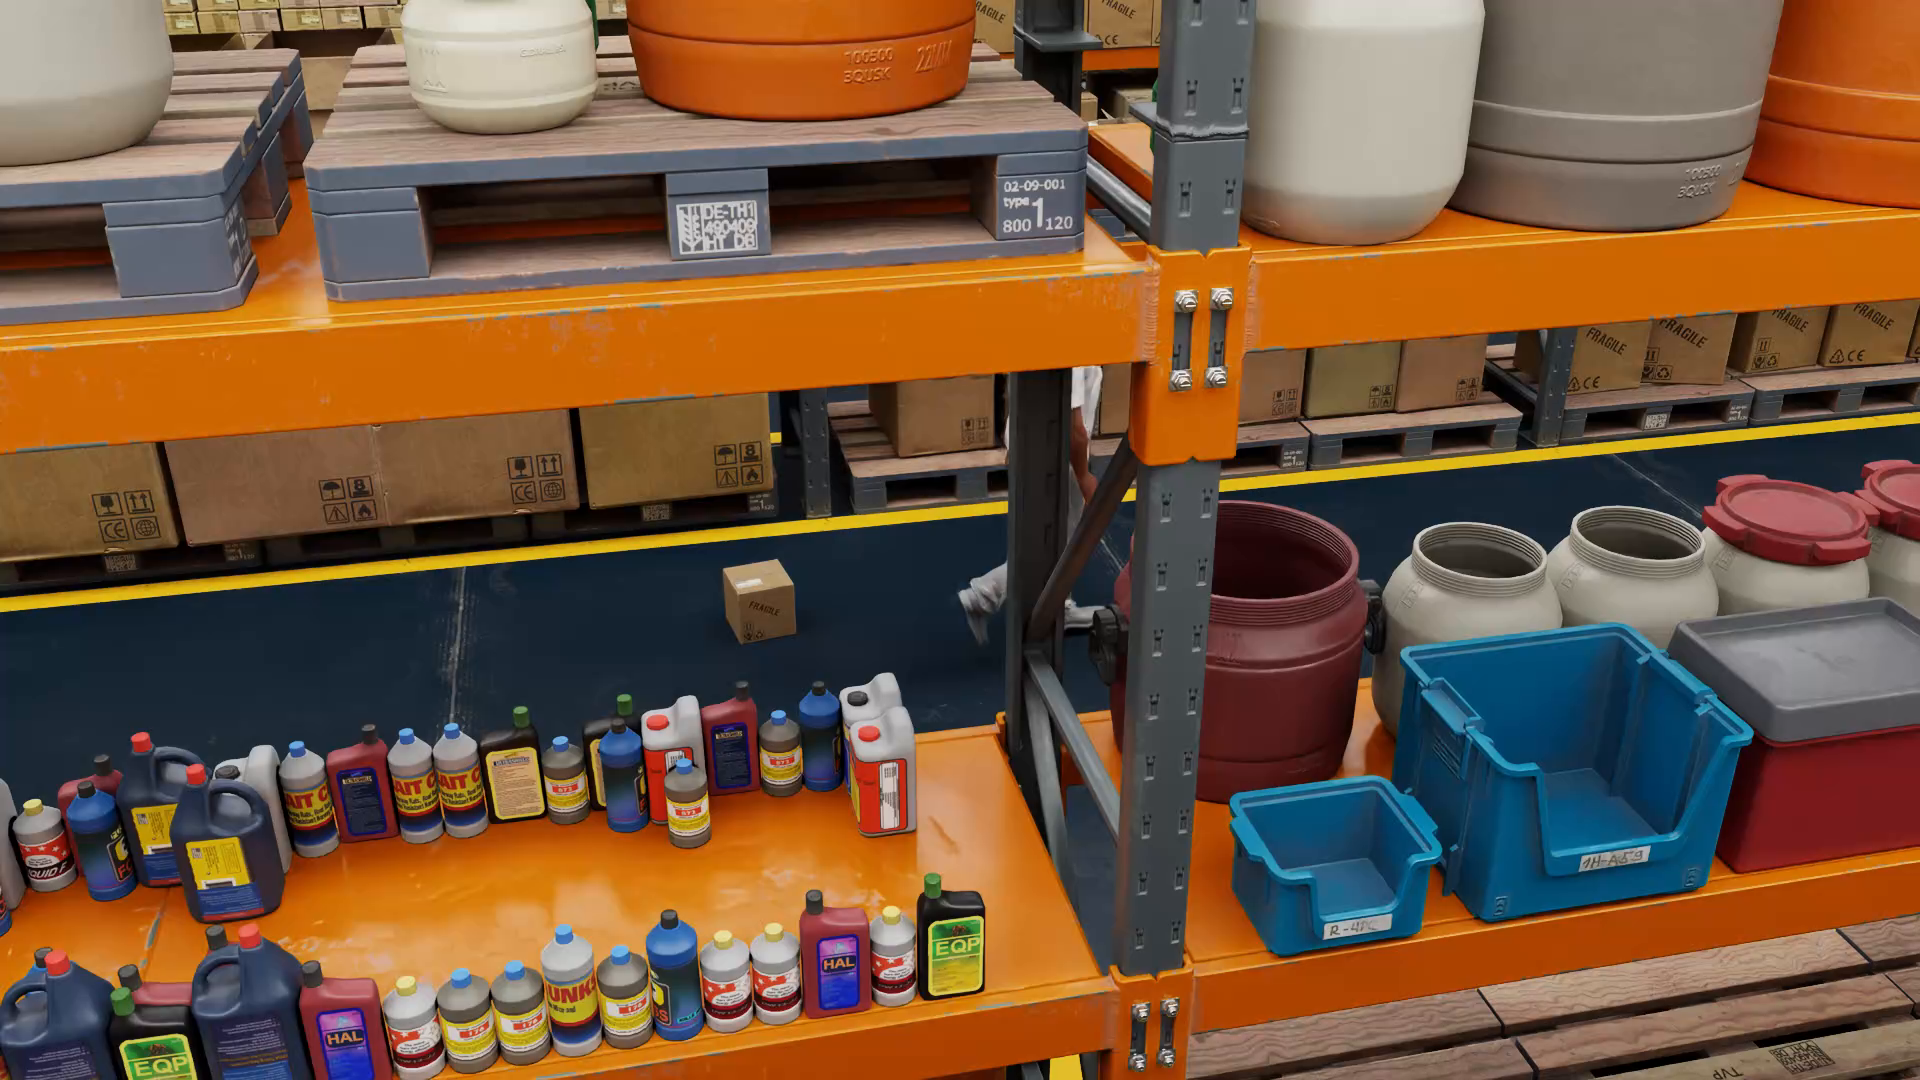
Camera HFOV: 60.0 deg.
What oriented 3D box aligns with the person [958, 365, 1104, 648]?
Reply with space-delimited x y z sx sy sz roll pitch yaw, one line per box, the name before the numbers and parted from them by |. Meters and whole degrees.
person | 0.315 -0.348 6.759 0.721 1.746 0.611 -7 27 -13
